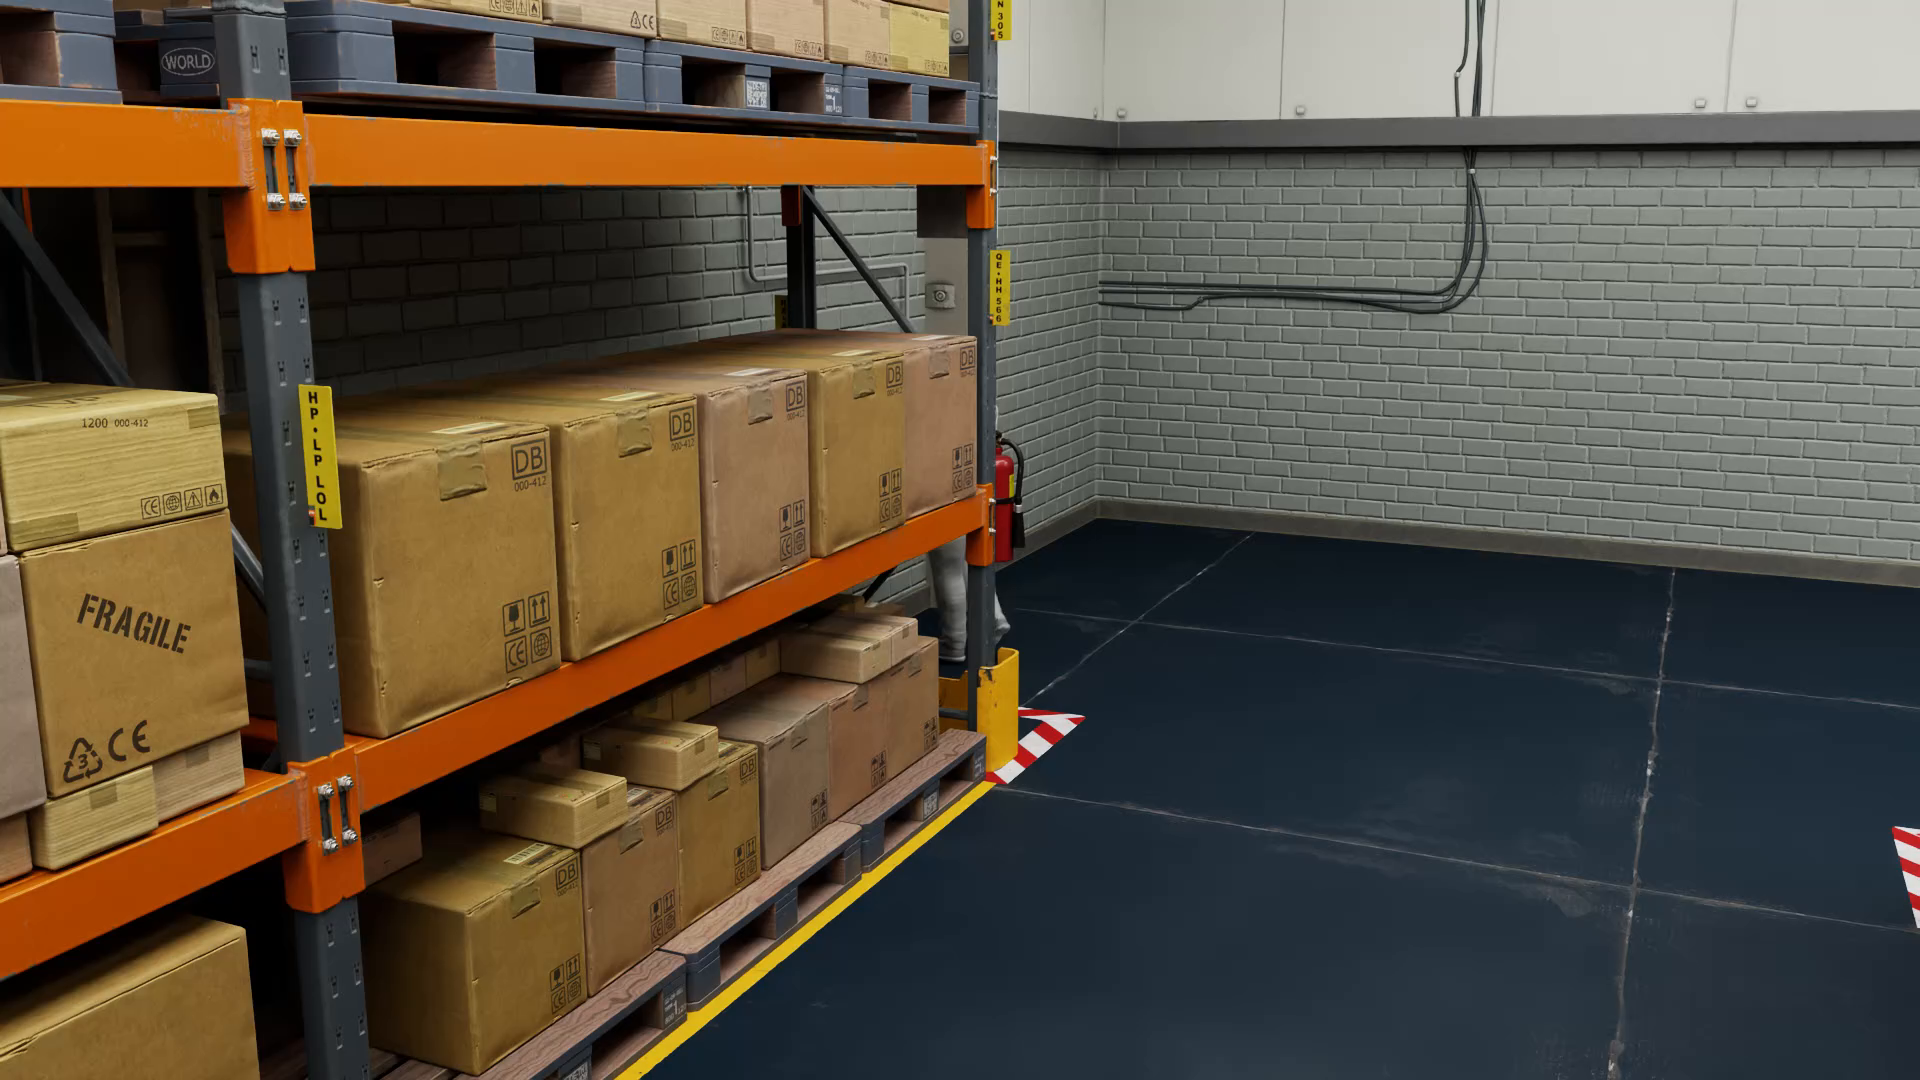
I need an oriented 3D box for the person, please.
[{"bbox_3d":[-0.003,-0.185,9.254,0.484,1.776,0.551,7,14,31],"label":"person"}]
